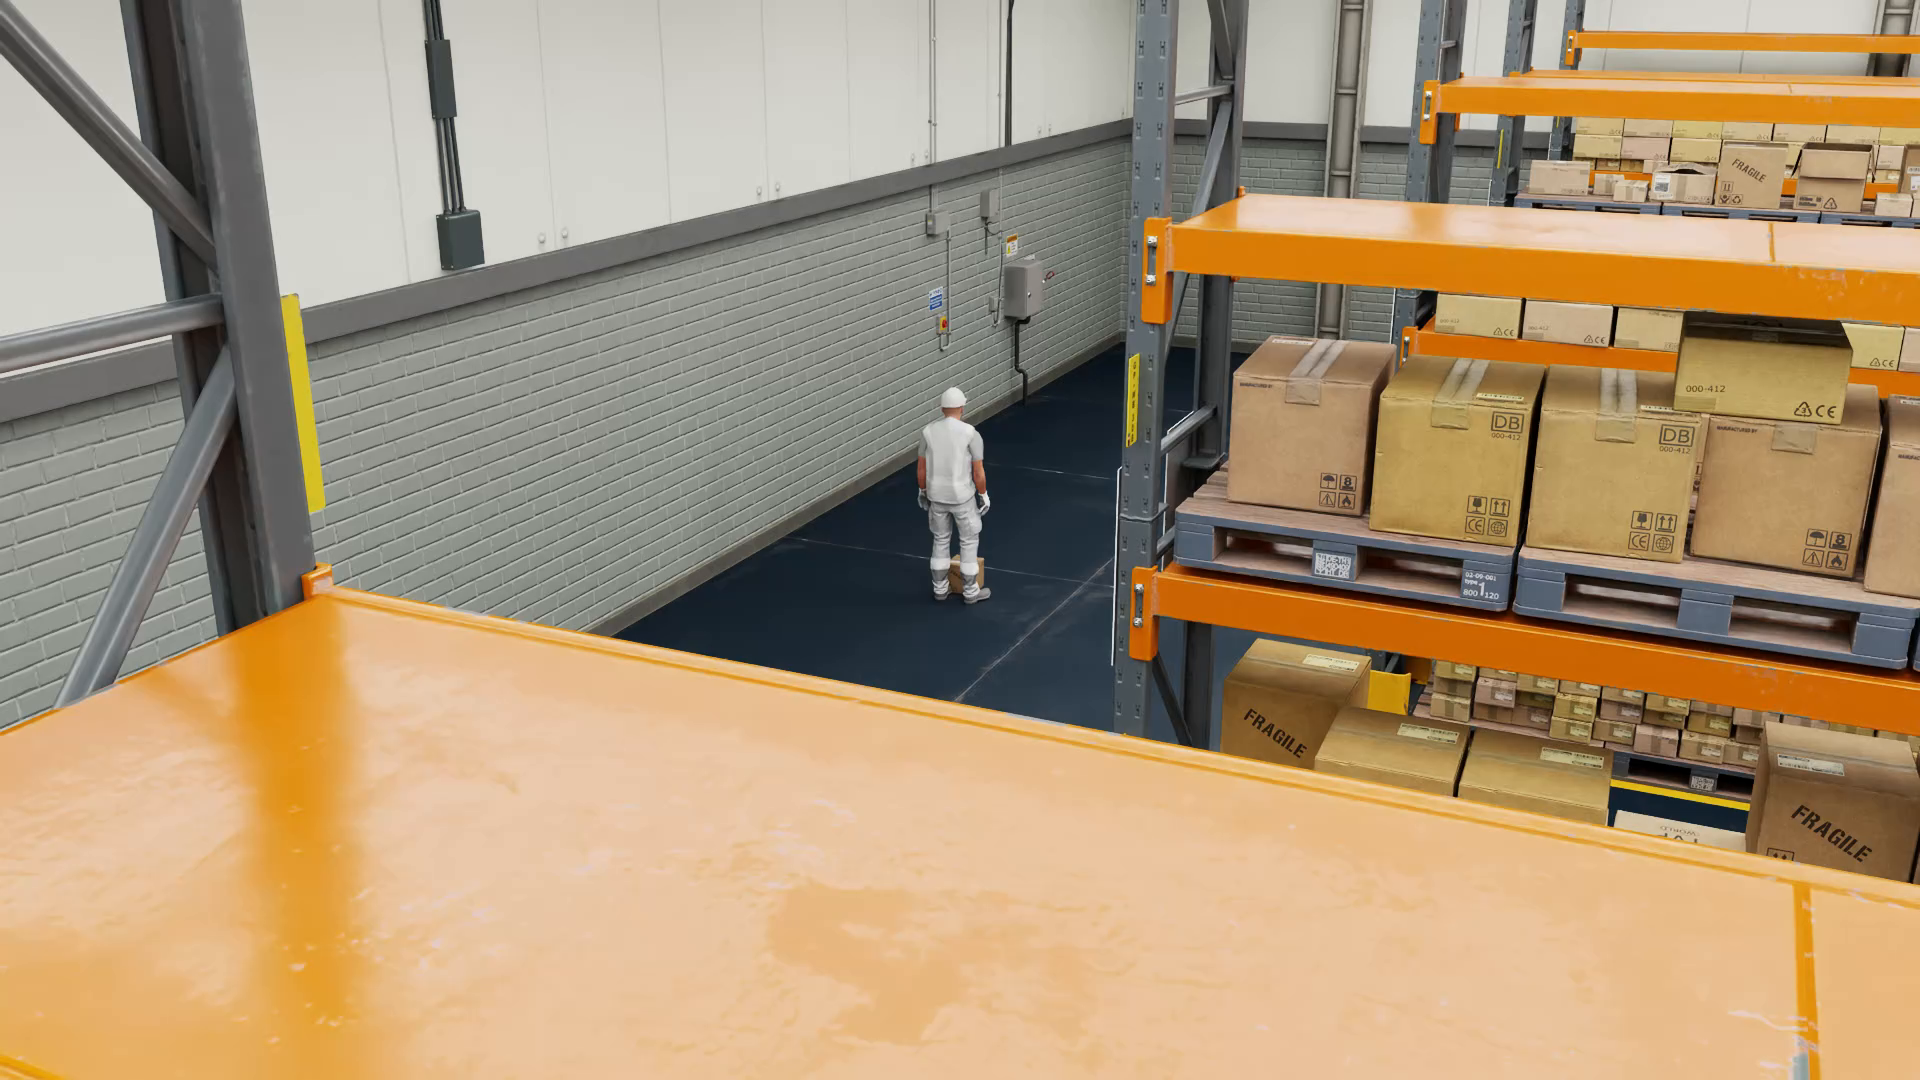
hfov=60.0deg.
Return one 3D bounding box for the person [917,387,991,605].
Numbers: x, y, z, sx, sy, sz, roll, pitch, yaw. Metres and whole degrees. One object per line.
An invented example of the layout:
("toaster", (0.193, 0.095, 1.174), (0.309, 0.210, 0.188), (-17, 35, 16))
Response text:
("person", (-0.056, -0.363, 13.603), (0.618, 1.779, 0.451), (7, 20, 20))
